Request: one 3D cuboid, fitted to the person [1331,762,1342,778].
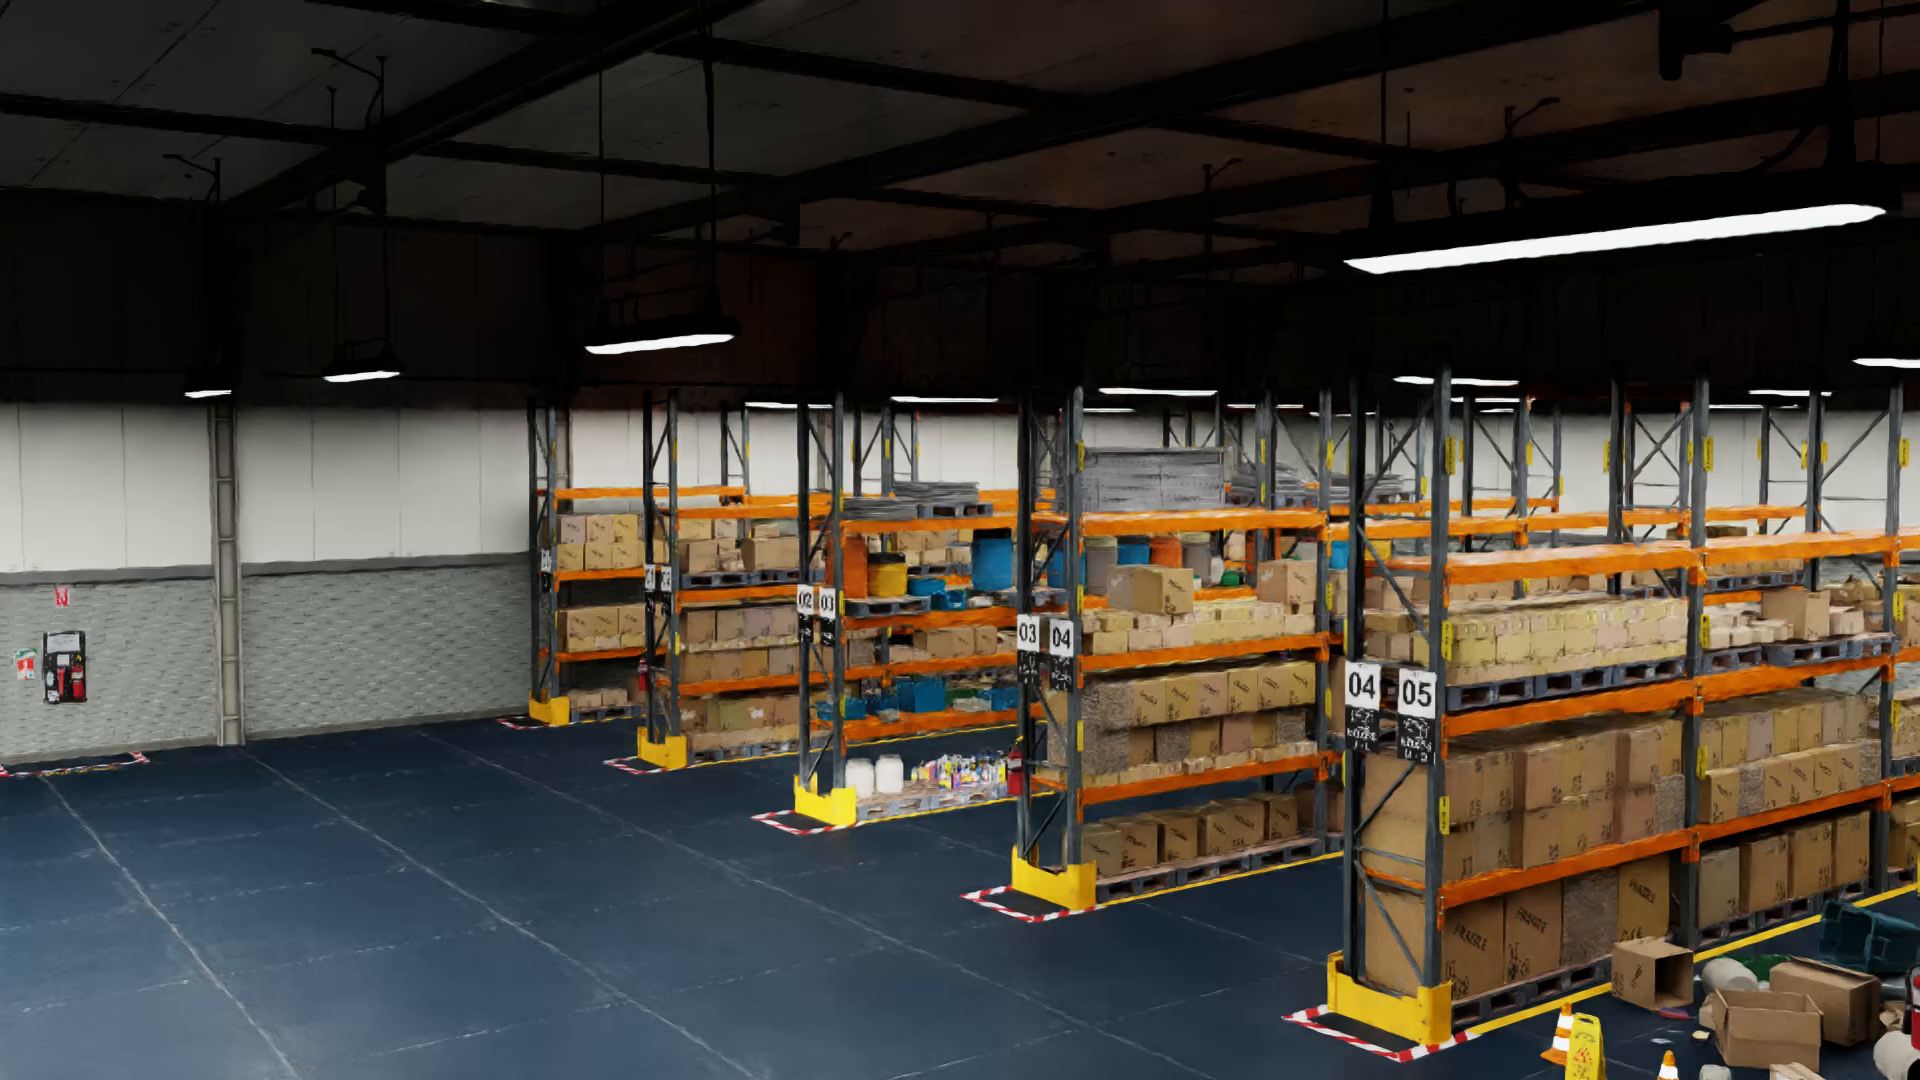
[{"bbox_3d":[5.659,2.911,24.681,0.818,1.585,0.589,-2,4,-31],"label":"person"}]

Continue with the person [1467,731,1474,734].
[{"bbox_3d":[6.601,3.055,21.094,0.552,1.742,0.677,-3,4,-37],"label":"person"}]
